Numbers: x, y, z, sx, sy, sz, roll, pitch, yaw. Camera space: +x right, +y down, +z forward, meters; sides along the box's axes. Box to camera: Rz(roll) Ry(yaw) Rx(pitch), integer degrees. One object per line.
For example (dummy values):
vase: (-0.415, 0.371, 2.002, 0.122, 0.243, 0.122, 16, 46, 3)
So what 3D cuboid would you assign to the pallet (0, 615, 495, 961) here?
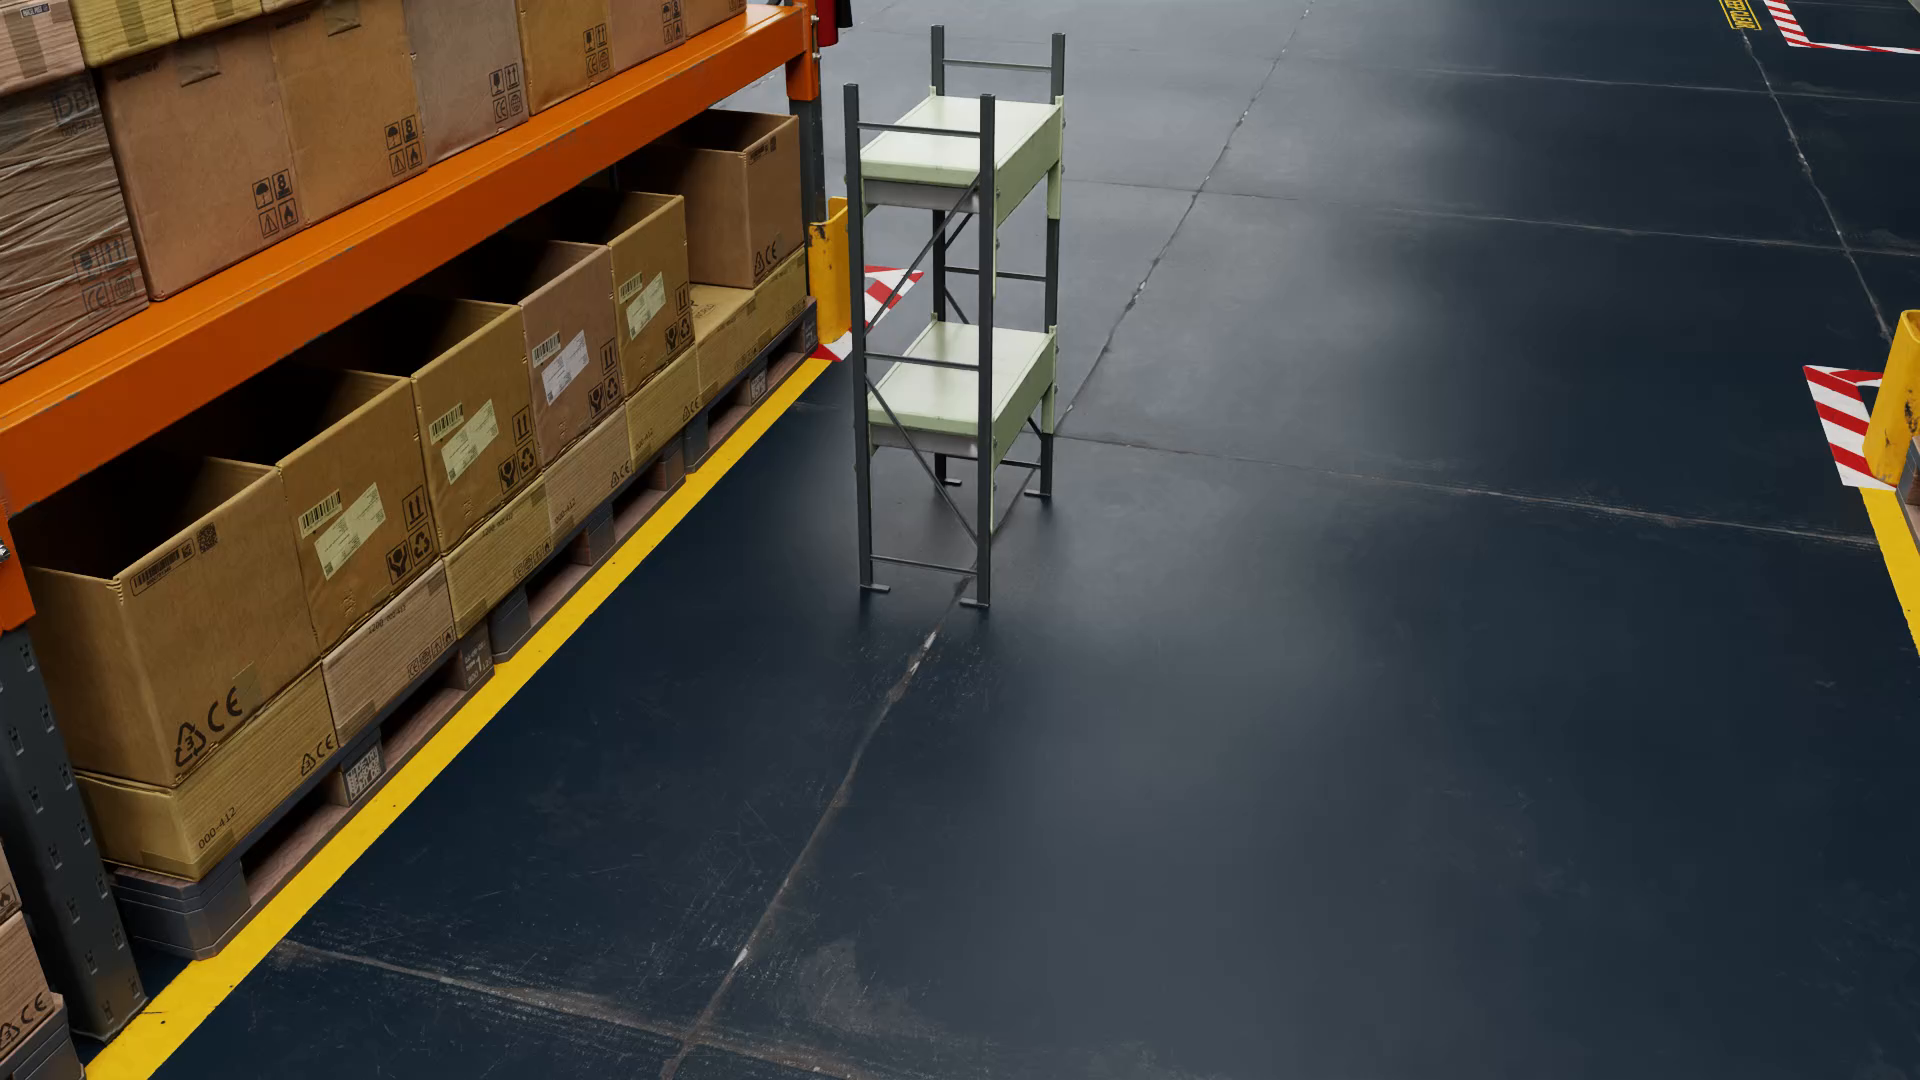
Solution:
pallet: (-1.927, 0.476, 4.177, 1.003, 0.211, 1.213, 8, 30, 15)

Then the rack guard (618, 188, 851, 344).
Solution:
rack guard: (-1.019, -1.156, 6.815, 1.175, 0.500, 0.348, 8, 30, 15)

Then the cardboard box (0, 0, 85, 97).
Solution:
cardboard box: (-1.863, -0.920, 3.048, 0.380, 0.149, 0.250, 9, 30, 16)

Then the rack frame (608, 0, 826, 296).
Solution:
rack frame: (-1.026, -2.238, 6.187, 1.000, 3.000, 0.127, 8, 30, 15)

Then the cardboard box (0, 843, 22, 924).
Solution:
cardboard box: (-2.045, 0.623, 2.863, 0.500, 0.311, 0.500, 8, 30, 15)

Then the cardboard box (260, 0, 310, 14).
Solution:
cardboard box: (-1.637, -1.278, 3.692, 0.380, 0.149, 0.250, 7, 30, 13)

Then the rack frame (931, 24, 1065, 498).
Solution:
rack frame: (0.109, -0.829, 5.197, 0.400, 1.500, 0.023, 8, 30, 15)

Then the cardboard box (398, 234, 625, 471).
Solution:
cardboard box: (-1.326, -0.557, 4.790, 0.500, 0.500, 0.500, 8, 30, 15)

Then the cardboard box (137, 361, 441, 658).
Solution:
cardboard box: (-1.625, -0.093, 3.956, 0.500, 0.500, 0.500, 8, 30, 15)

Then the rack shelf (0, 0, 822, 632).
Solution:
rack shelf: (-1.613, -0.994, 4.691, 1.077, 0.370, 4.000, 8, 30, 15)

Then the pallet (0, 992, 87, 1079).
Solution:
pallet: (-2.379, 1.188, 2.898, 1.003, 0.211, 1.213, 8, 30, 15)

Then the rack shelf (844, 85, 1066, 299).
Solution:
rack shelf: (0.002, -1.000, 4.701, 0.431, 0.370, 0.720, 8, 30, 15)

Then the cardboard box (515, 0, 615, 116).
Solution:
cardboard box: (-1.476, -1.592, 4.923, 0.700, 0.500, 0.500, 9, 30, 15)

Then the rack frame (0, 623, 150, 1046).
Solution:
rack frame: (-2.200, -0.379, 2.845, 1.000, 3.000, 0.127, 8, 30, 15)

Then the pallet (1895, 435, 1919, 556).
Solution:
pallet: (3.416, 0.094, 4.864, 1.003, 0.211, 1.213, 8, 30, 15)

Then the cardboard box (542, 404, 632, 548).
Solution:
cardboard box: (-1.330, -0.229, 4.973, 0.500, 0.250, 0.500, 8, 30, 15)

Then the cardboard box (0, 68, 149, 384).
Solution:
cardboard box: (-2.076, -0.630, 3.193, 0.700, 0.500, 0.500, 8, 30, 14)

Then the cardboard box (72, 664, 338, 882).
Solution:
cardboard box: (-1.774, 0.467, 3.721, 0.500, 0.250, 0.500, 8, 30, 15)

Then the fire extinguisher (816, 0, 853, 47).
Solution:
fire extinguisher: (-0.547, -2.192, 6.185, 0.296, 0.674, 0.183, 8, 30, 15)

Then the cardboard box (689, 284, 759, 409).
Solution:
cardboard box: (-1.036, -0.694, 5.809, 0.500, 0.250, 0.500, 8, 30, 15)

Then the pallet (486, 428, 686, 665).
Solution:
pallet: (-1.570, -0.093, 5.199, 1.003, 0.211, 1.213, 8, 30, 15)

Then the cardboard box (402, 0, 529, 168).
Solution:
cardboard box: (-1.627, -1.346, 4.482, 0.700, 0.500, 0.500, 9, 30, 16)

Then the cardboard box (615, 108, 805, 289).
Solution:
cardboard box: (-0.899, -1.256, 6.047, 0.500, 0.500, 0.500, 8, 30, 15)

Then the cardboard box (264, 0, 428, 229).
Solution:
cardboard box: (-1.776, -1.108, 4.054, 0.700, 0.500, 0.500, 9, 30, 16)

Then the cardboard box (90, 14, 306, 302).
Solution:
cardboard box: (-1.927, -0.876, 3.636, 0.700, 0.500, 0.500, 8, 30, 14)

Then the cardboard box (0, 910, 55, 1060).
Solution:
cardboard box: (-2.045, 0.873, 2.991, 0.500, 0.250, 0.500, 8, 30, 14)

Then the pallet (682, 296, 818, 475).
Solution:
pallet: (-1.210, -0.658, 6.215, 1.003, 0.211, 1.213, 8, 30, 15)

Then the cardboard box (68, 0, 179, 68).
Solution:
cardboard box: (-1.788, -1.040, 3.264, 0.380, 0.149, 0.250, 8, 30, 14)

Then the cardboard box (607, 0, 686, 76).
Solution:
cardboard box: (-1.325, -1.821, 5.336, 0.700, 0.500, 0.500, 9, 30, 16)

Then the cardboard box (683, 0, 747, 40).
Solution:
cardboard box: (-1.175, -2.066, 5.776, 0.700, 0.500, 0.500, 9, 30, 15)

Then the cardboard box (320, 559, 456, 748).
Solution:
cardboard box: (-1.623, 0.235, 4.138, 0.500, 0.250, 0.500, 8, 30, 15)

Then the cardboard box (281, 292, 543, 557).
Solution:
cardboard box: (-1.471, -0.324, 4.372, 0.500, 0.500, 0.500, 8, 30, 15)

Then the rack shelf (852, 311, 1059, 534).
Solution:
rack shelf: (0.002, -0.374, 5.049, 0.431, 0.370, 0.720, 8, 30, 15)

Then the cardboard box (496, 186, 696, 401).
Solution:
cardboard box: (-1.178, -0.789, 5.207, 0.500, 0.500, 0.500, 8, 30, 15)

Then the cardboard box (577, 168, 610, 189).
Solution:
cardboard box: (-1.541, -1.097, 5.762, 0.500, 0.500, 0.500, 8, 30, 15)

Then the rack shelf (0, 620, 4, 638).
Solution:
rack shelf: (-2.787, 0.865, 1.349, 1.077, 0.370, 4.000, 8, 30, 15)

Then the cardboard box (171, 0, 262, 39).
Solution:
cardboard box: (-1.713, -1.162, 3.483, 0.380, 0.149, 0.250, 8, 30, 14)

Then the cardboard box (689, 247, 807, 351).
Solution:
cardboard box: (-0.901, -0.928, 6.229, 0.500, 0.250, 0.500, 8, 30, 15)

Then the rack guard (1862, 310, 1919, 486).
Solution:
rack guard: (3.688, -0.405, 5.463, 1.175, 0.500, 0.348, 8, 30, 15)

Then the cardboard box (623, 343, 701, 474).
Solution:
cardboard box: (-1.181, -0.461, 5.390, 0.500, 0.250, 0.500, 8, 30, 15)

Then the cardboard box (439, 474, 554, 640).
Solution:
cardboard box: (-1.471, 0.004, 4.554, 0.500, 0.250, 0.500, 8, 30, 15)

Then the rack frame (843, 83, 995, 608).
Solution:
rack frame: (-0.105, -0.488, 4.585, 0.400, 1.500, 0.023, 8, 30, 15)

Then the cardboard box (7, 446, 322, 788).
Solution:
cardboard box: (-1.765, 0.141, 3.536, 0.500, 0.500, 0.500, 8, 30, 15)

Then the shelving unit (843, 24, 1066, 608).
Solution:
shelving unit: (0.002, -0.659, 4.891, 0.431, 1.500, 0.755, 8, 30, 15)
